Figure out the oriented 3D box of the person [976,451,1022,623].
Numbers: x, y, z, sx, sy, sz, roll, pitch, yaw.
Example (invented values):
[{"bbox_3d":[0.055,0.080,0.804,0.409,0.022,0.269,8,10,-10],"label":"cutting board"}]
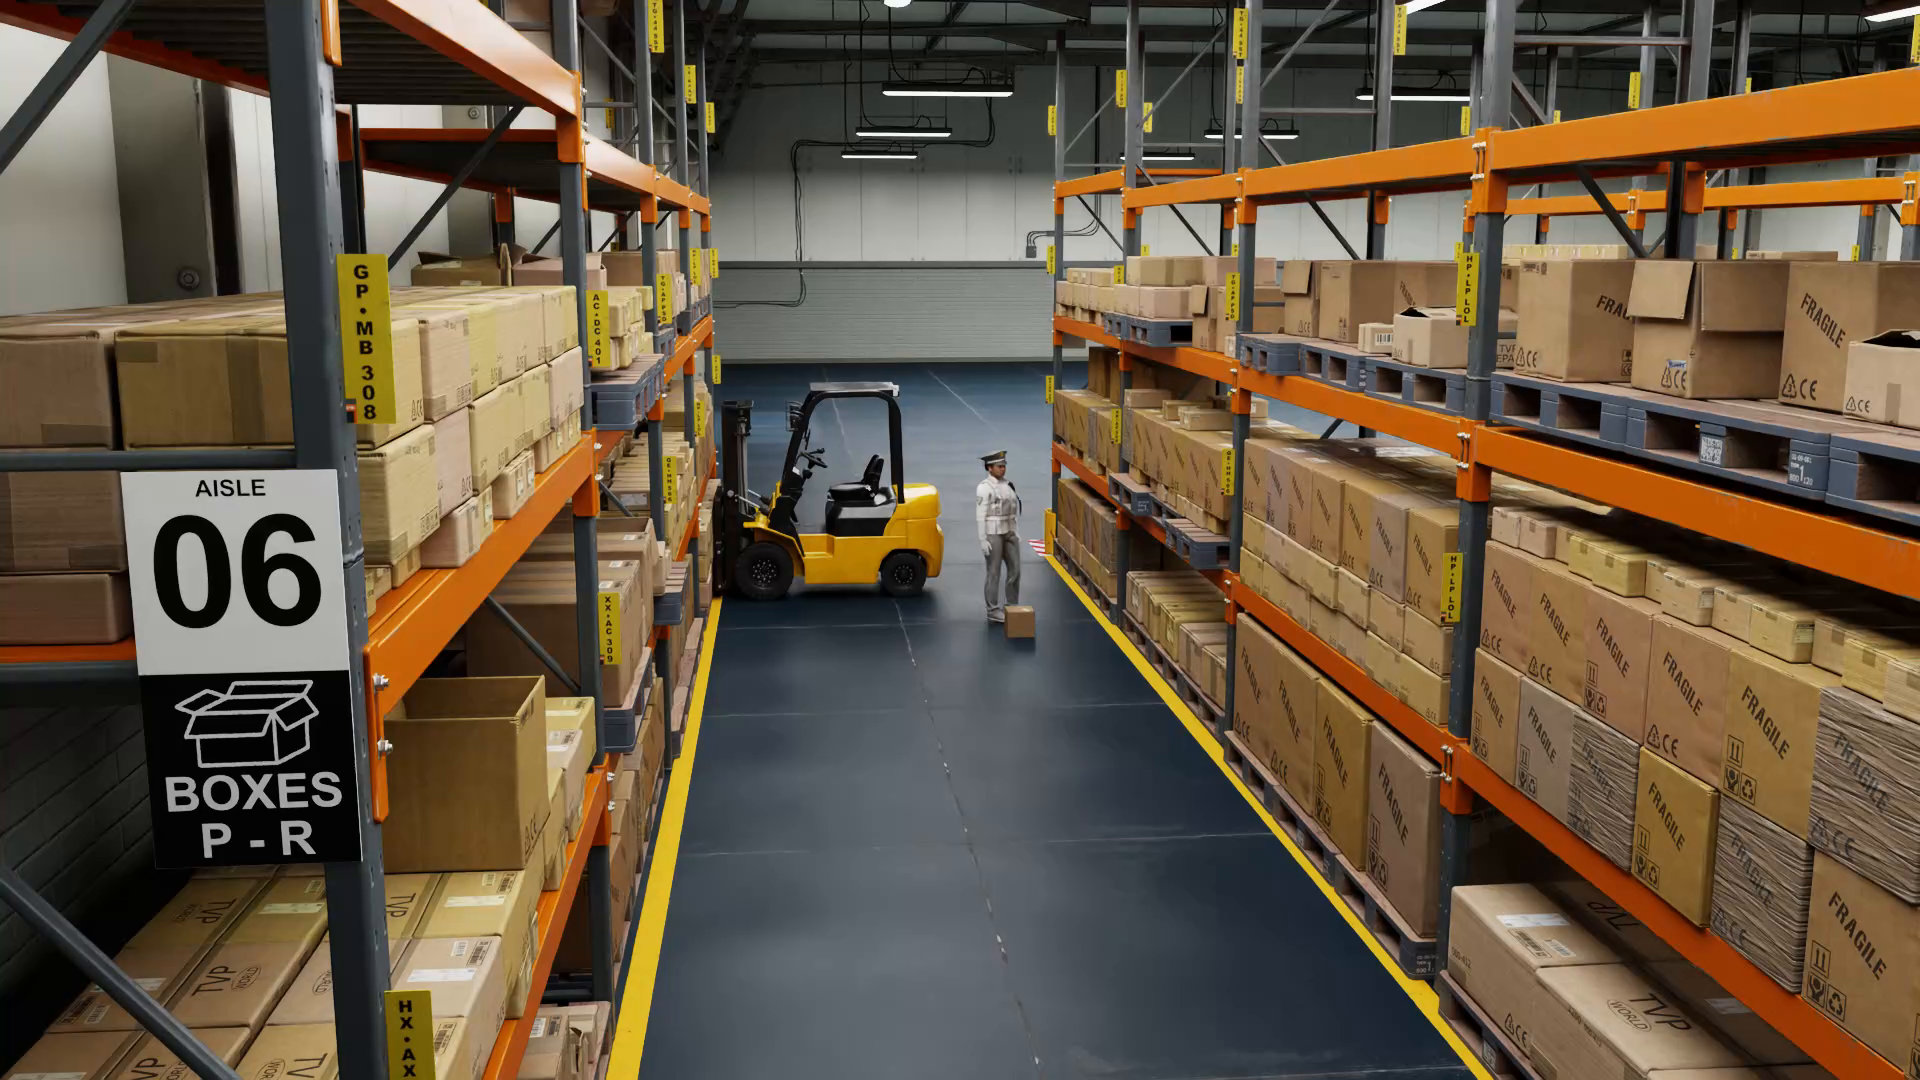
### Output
[{"bbox_3d":[0.415,-0.006,16.009,0.402,1.737,0.539,9,13,40],"label":"person"}]
